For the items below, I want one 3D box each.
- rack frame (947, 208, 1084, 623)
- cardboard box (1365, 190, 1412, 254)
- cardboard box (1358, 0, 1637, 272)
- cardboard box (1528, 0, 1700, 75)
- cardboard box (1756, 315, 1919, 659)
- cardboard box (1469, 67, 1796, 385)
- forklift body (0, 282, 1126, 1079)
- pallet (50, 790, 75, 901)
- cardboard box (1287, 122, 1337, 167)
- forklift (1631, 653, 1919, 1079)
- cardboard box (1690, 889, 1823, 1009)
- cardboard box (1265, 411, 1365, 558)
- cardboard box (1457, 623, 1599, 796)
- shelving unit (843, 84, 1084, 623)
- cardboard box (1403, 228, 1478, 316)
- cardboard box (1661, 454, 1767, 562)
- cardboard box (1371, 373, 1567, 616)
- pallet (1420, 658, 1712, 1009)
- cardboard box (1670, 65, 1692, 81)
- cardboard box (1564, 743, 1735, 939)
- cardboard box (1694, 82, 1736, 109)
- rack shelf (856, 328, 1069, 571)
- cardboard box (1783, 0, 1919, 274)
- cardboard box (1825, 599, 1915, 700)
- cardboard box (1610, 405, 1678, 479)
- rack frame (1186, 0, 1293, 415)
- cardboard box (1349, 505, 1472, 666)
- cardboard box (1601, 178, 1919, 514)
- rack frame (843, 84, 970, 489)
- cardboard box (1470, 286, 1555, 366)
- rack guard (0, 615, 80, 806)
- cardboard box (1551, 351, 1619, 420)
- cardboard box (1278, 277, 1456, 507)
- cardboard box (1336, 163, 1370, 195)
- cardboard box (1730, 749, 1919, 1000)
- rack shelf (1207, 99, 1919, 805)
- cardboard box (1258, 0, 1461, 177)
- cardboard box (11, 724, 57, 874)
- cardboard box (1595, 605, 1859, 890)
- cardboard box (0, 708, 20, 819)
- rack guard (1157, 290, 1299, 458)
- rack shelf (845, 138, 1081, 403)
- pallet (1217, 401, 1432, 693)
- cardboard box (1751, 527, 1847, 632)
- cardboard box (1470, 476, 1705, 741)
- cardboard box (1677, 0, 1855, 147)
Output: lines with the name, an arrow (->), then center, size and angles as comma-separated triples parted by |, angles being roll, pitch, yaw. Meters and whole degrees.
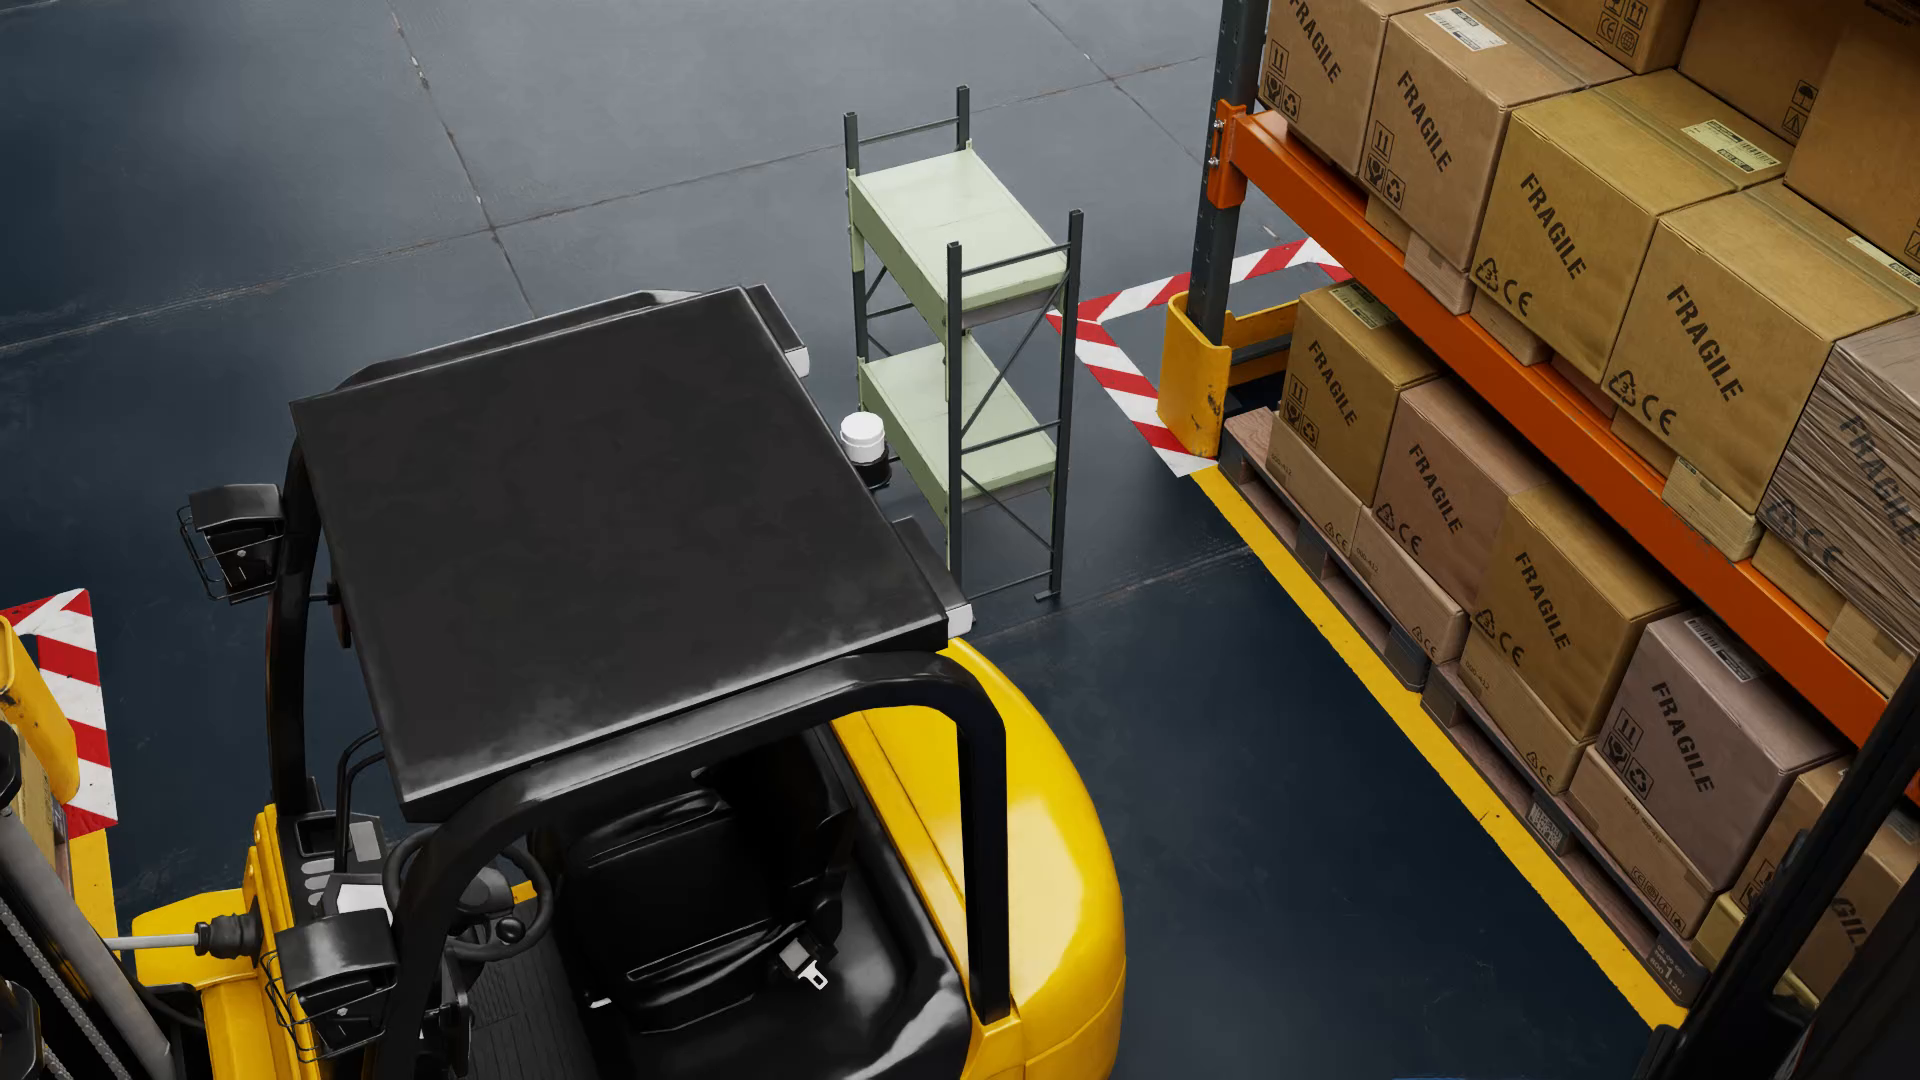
rack frame -> 0.151, -0.305, 4.991 | 0.400, 1.500, 0.023 | -18, 47, -17
cardboard box -> 1.399, -0.965, 4.771 | 0.380, 0.149, 0.250 | -19, 48, -19
cardboard box -> 1.455, -1.110, 4.457 | 0.500, 0.500, 0.500 | -17, 47, -16
cardboard box -> 1.906, -1.593, 4.234 | 0.700, 0.500, 0.500 | -18, 47, -17
cardboard box -> 2.111, -0.139, 3.473 | 0.500, 0.500, 0.500 | -17, 47, -16
cardboard box -> 1.670, -0.786, 4.128 | 0.500, 0.500, 0.500 | -19, 48, -18
forklift body -> -0.763, 0.758, 3.450 | 2.313, 2.155, 1.214 | -18, 47, -17
pallet -> -2.856, 1.254, 4.329 | 1.003, 0.211, 1.213 | -18, 47, -17
cardboard box -> 1.242, -1.315, 5.126 | 0.380, 0.149, 0.250 | -18, 47, -17
forklift -> 1.870, 0.876, 2.775 | 1.130, 2.935, 3.031 | 27, 51, 25
cardboard box -> 2.243, 1.063, 4.196 | 0.500, 0.250, 0.500 | -19, 48, -18
cardboard box -> 1.375, -0.257, 5.533 | 0.500, 0.250, 0.500 | -18, 48, -18
cardboard box -> 1.824, 0.415, 4.853 | 0.500, 0.250, 0.500 | -15, 47, -15
shelving unit -> -0.003, -0.538, 5.228 | 0.431, 1.500, 0.755 | -18, 47, -17
cardboard box -> 1.464, -0.790, 4.594 | 0.380, 0.149, 0.250 | -17, 47, -17
cardboard box -> 1.905, -0.130, 3.925 | 0.380, 0.149, 0.250 | -18, 47, -17
cardboard box -> 1.609, -0.177, 4.918 | 0.500, 0.500, 0.500 | -20, 48, -19
pallet -> 2.137, 0.664, 4.927 | 1.003, 0.211, 1.213 | -18, 47, -17
cardboard box -> 1.971, -1.238, 4.586 | 0.500, 0.500, 0.500 | -18, 47, -17
cardboard box -> 2.034, 0.737, 4.526 | 0.500, 0.250, 0.500 | -17, 47, -17
cardboard box -> 2.178, -0.918, 4.262 | 0.500, 0.500, 0.500 | -18, 47, -18
rack shelf -> -0.003, -0.306, 5.457 | 0.431, 0.370, 0.720 | -18, 47, -17
cardboard box -> 2.297, -0.940, 3.572 | 0.700, 0.500, 0.500 | -18, 47, -18
cardboard box -> 2.127, 0.195, 3.595 | 0.380, 0.149, 0.250 | -19, 48, -18
cardboard box -> 1.853, -0.307, 4.105 | 0.380, 0.149, 0.250 | -19, 48, -18
rack frame -> 1.287, -1.682, 5.319 | 1.000, 3.000, 0.127 | -18, 47, -17
cardboard box -> 1.583, 0.071, 5.201 | 0.500, 0.250, 0.500 | -16, 47, -16
cardboard box -> 1.891, -0.464, 3.802 | 0.500, 0.500, 0.500 | -19, 48, -18
rack frame -> -0.157, -0.771, 5.464 | 0.400, 1.500, 0.023 | -18, 47, -17
cardboard box -> 1.603, -0.635, 4.437 | 0.380, 0.149, 0.250 | -17, 47, -16
rack guard -> -3.225, 0.661, 4.724 | 1.175, 0.500, 0.348 | -18, 47, -17
cardboard box -> 1.769, -0.484, 4.284 | 0.380, 0.149, 0.250 | -17, 47, -16
cardboard box -> 1.385, -0.509, 5.255 | 0.500, 0.500, 0.500 | -20, 48, -19
cardboard box -> 1.361, -1.158, 4.967 | 0.380, 0.149, 0.250 | -17, 47, -17
cardboard box -> 2.261, 0.808, 3.920 | 0.500, 0.500, 0.500 | -17, 47, -17
rack shelf -> 2.128, -0.151, 4.280 | 1.077, 0.370, 4.000 | -18, 47, -17
cardboard box -> 1.234, -1.440, 4.790 | 0.500, 0.500, 0.500 | -19, 48, -18
cardboard box -> -2.731, 0.822, 4.440 | 0.500, 0.250, 0.500 | -18, 47, -17
cardboard box -> 2.045, 0.483, 4.249 | 0.500, 0.500, 0.500 | -16, 47, -15
cardboard box -> -2.727, 0.656, 4.253 | 0.500, 0.250, 0.500 | -19, 48, -18
rack guard -> 1.319, -0.744, 6.148 | 1.175, 0.500, 0.348 | -18, 47, -17
rack shelf -> -0.003, -0.816, 4.953 | 0.431, 0.370, 0.720 | -18, 47, -17
pallet -> 1.628, -0.113, 5.714 | 1.003, 0.211, 1.213 | -18, 47, -17
cardboard box -> 2.046, 0.023, 3.769 | 0.380, 0.149, 0.250 | -19, 48, -18
cardboard box -> 1.813, 0.145, 4.592 | 0.500, 0.500, 0.500 | -17, 47, -17
cardboard box -> 2.213, -1.299, 3.936 | 0.700, 0.500, 0.500 | -19, 48, -18
